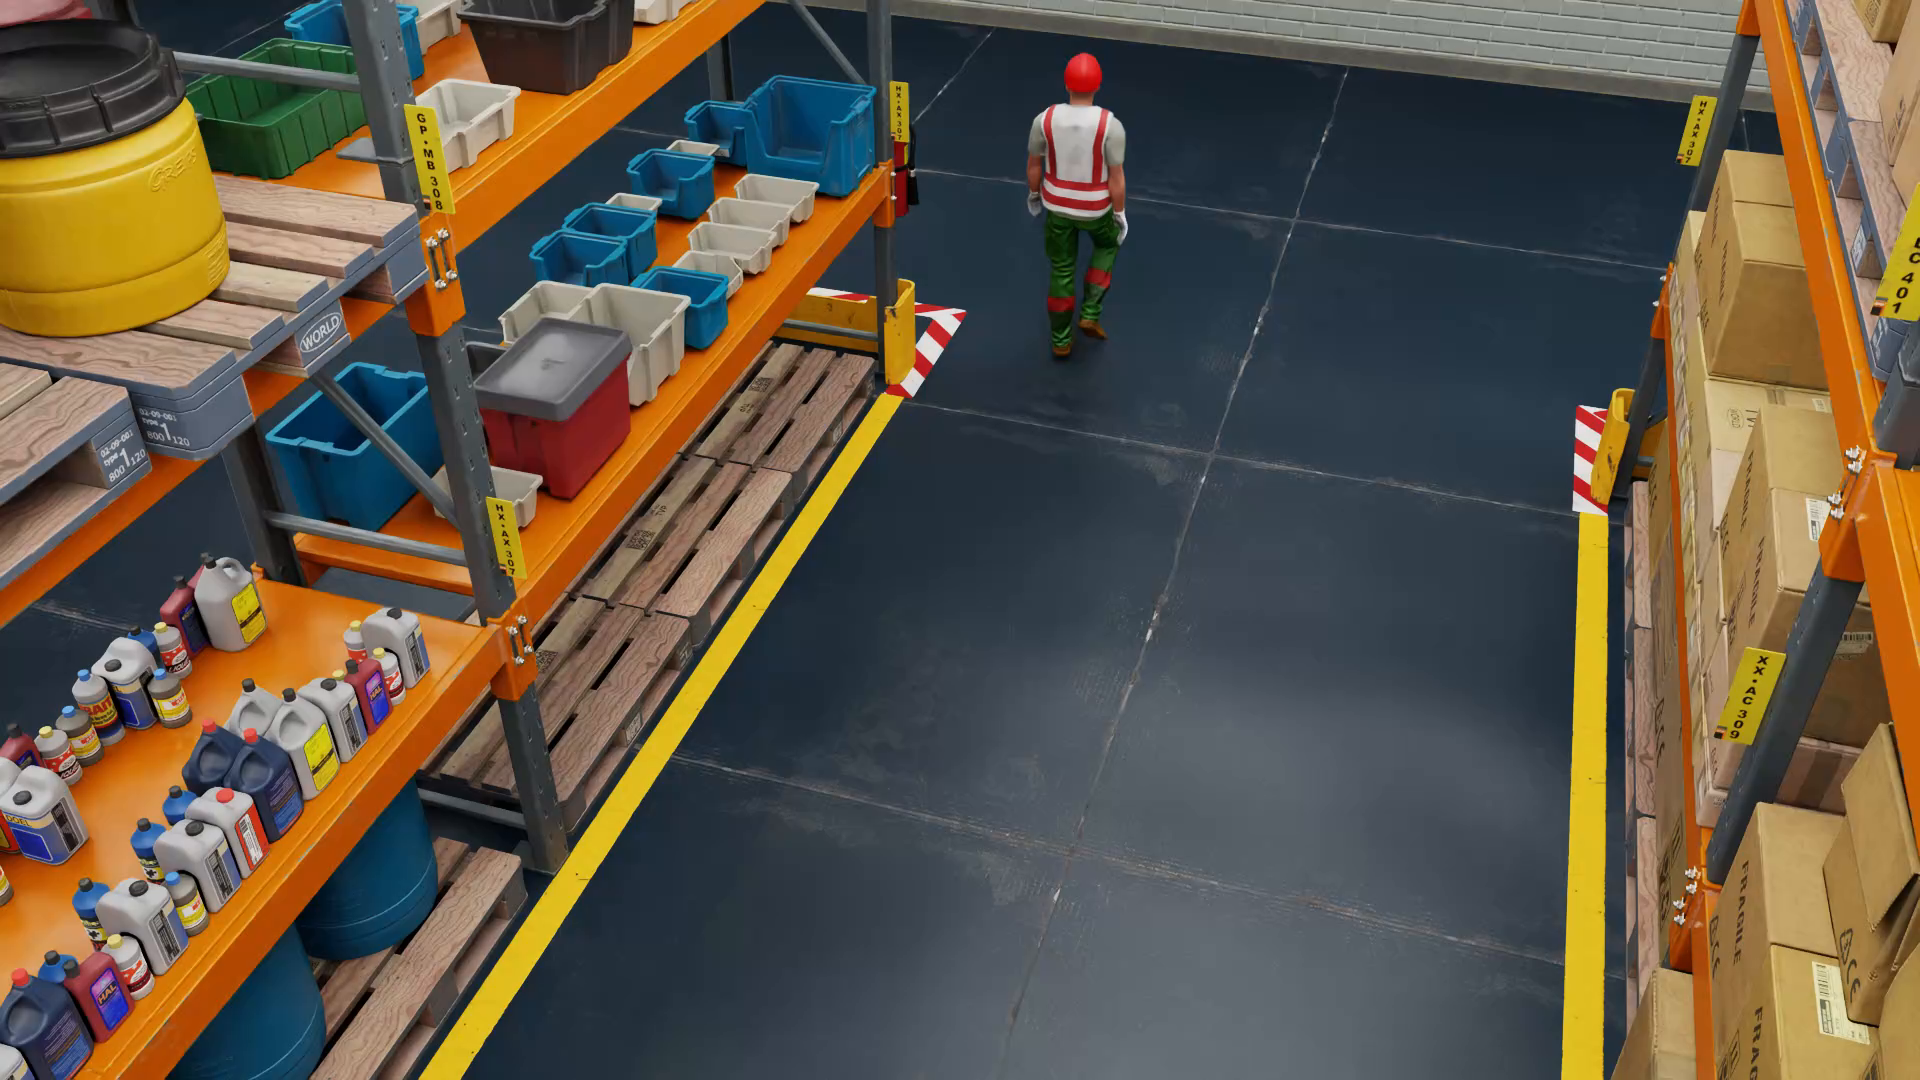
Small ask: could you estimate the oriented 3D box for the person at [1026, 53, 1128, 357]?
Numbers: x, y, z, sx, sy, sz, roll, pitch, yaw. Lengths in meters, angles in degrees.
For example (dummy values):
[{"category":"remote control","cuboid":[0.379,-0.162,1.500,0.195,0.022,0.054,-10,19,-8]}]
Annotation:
[{"category":"person","cuboid":[0.672,-1.904,9.395,0.608,1.801,0.485,8,37,11]}]
